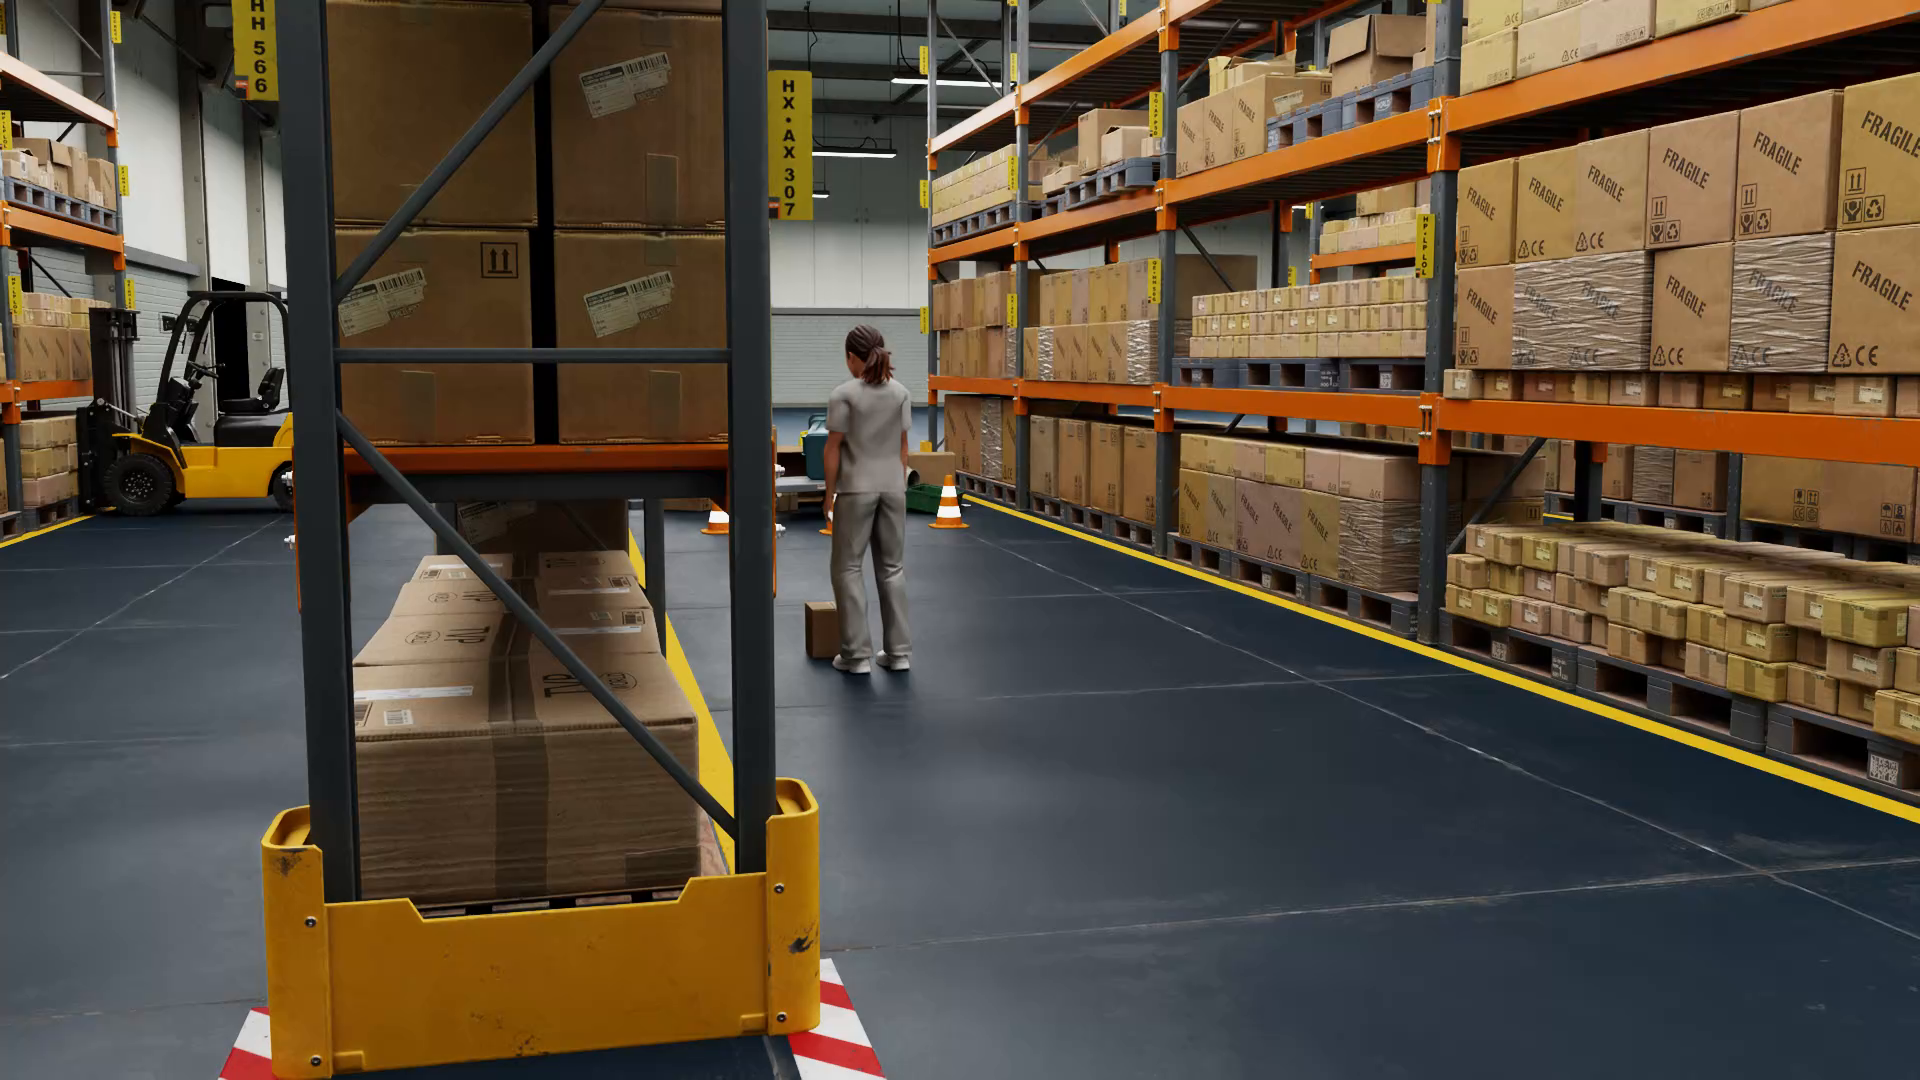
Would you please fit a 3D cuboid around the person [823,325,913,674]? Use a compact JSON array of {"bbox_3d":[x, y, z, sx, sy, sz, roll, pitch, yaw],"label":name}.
[{"bbox_3d":[-0.442,-0.195,7.995,0.444,1.669,0.358,-3,7,-26],"label":"person"}]
